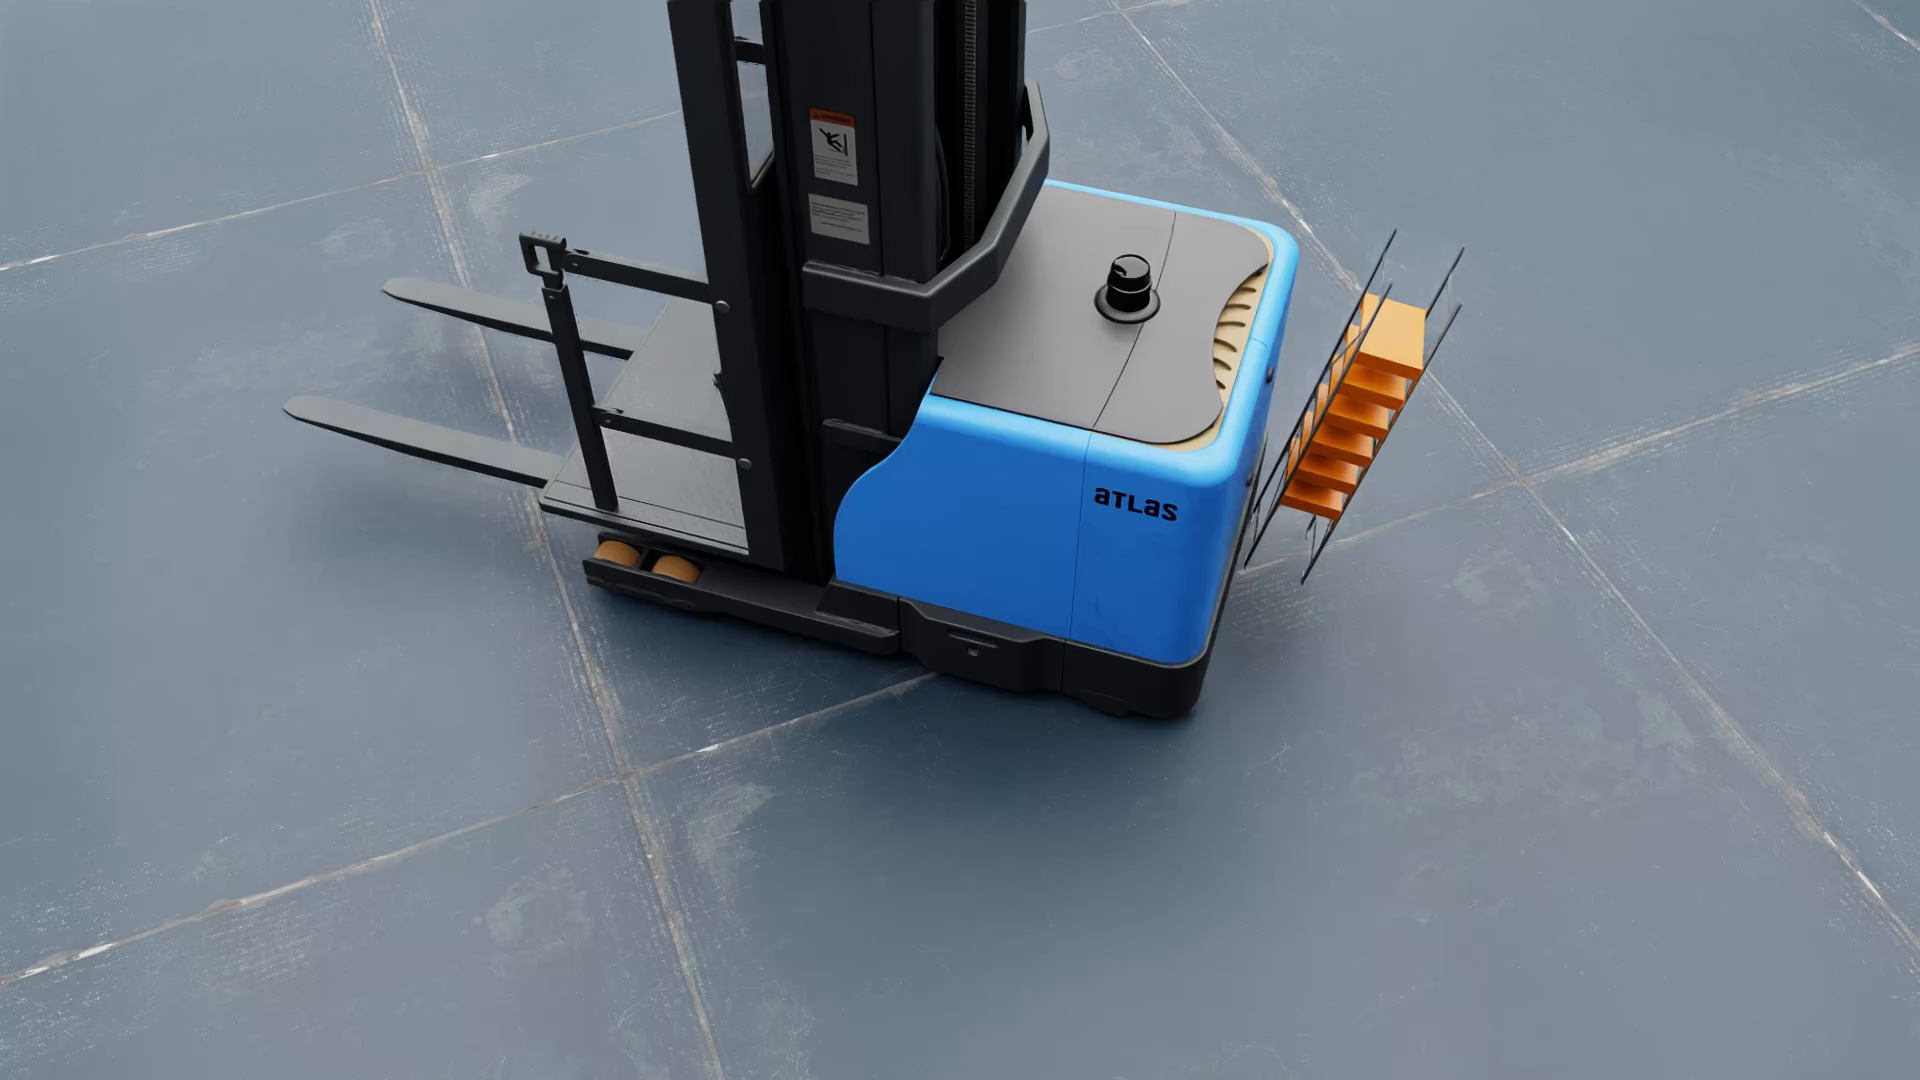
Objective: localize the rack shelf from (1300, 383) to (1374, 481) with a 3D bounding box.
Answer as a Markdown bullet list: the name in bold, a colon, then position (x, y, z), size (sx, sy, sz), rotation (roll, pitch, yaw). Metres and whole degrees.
- **rack shelf**: position (1.091, -0.316, 4.778), size (0.180, 0.103, 0.258), rotation (16, 51, 0)

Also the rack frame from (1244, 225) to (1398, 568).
- **rack frame**: position (1.011, -0.369, 4.744), size (0.006, 1.200, 0.240), rotation (16, 51, 0)

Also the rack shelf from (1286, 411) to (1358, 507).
- **rack shelf**: position (1.070, -0.243, 4.871), size (0.180, 0.103, 0.258), rotation (16, 51, 0)

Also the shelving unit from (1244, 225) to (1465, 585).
- **shelving unit**: position (1.099, -0.343, 4.744), size (0.189, 1.200, 0.258), rotation (16, 51, 0)

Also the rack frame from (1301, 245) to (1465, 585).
- **rack frame**: position (1.187, -0.318, 4.744), size (0.006, 1.200, 0.240), rotation (16, 51, 0)

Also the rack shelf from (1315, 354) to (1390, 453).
- **rack shelf**: position (1.113, -0.389, 4.686), size (0.180, 0.103, 0.258), rotation (16, 51, 0)

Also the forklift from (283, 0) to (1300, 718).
- **forklift**: position (-0.626, -1.115, 4.275), size (3.031, 2.935, 1.130), rotation (14, 51, 12)

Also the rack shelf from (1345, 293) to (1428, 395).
- **rack shelf**: position (1.155, -0.536, 4.500), size (0.180, 0.103, 0.258), rotation (16, 51, 0)

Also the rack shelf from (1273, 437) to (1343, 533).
- **rack shelf**: position (1.049, -0.170, 4.963), size (0.180, 0.103, 0.258), rotation (16, 51, 0)

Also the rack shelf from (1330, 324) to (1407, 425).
- **rack shelf**: position (1.134, -0.463, 4.593), size (0.180, 0.103, 0.258), rotation (16, 51, 0)
